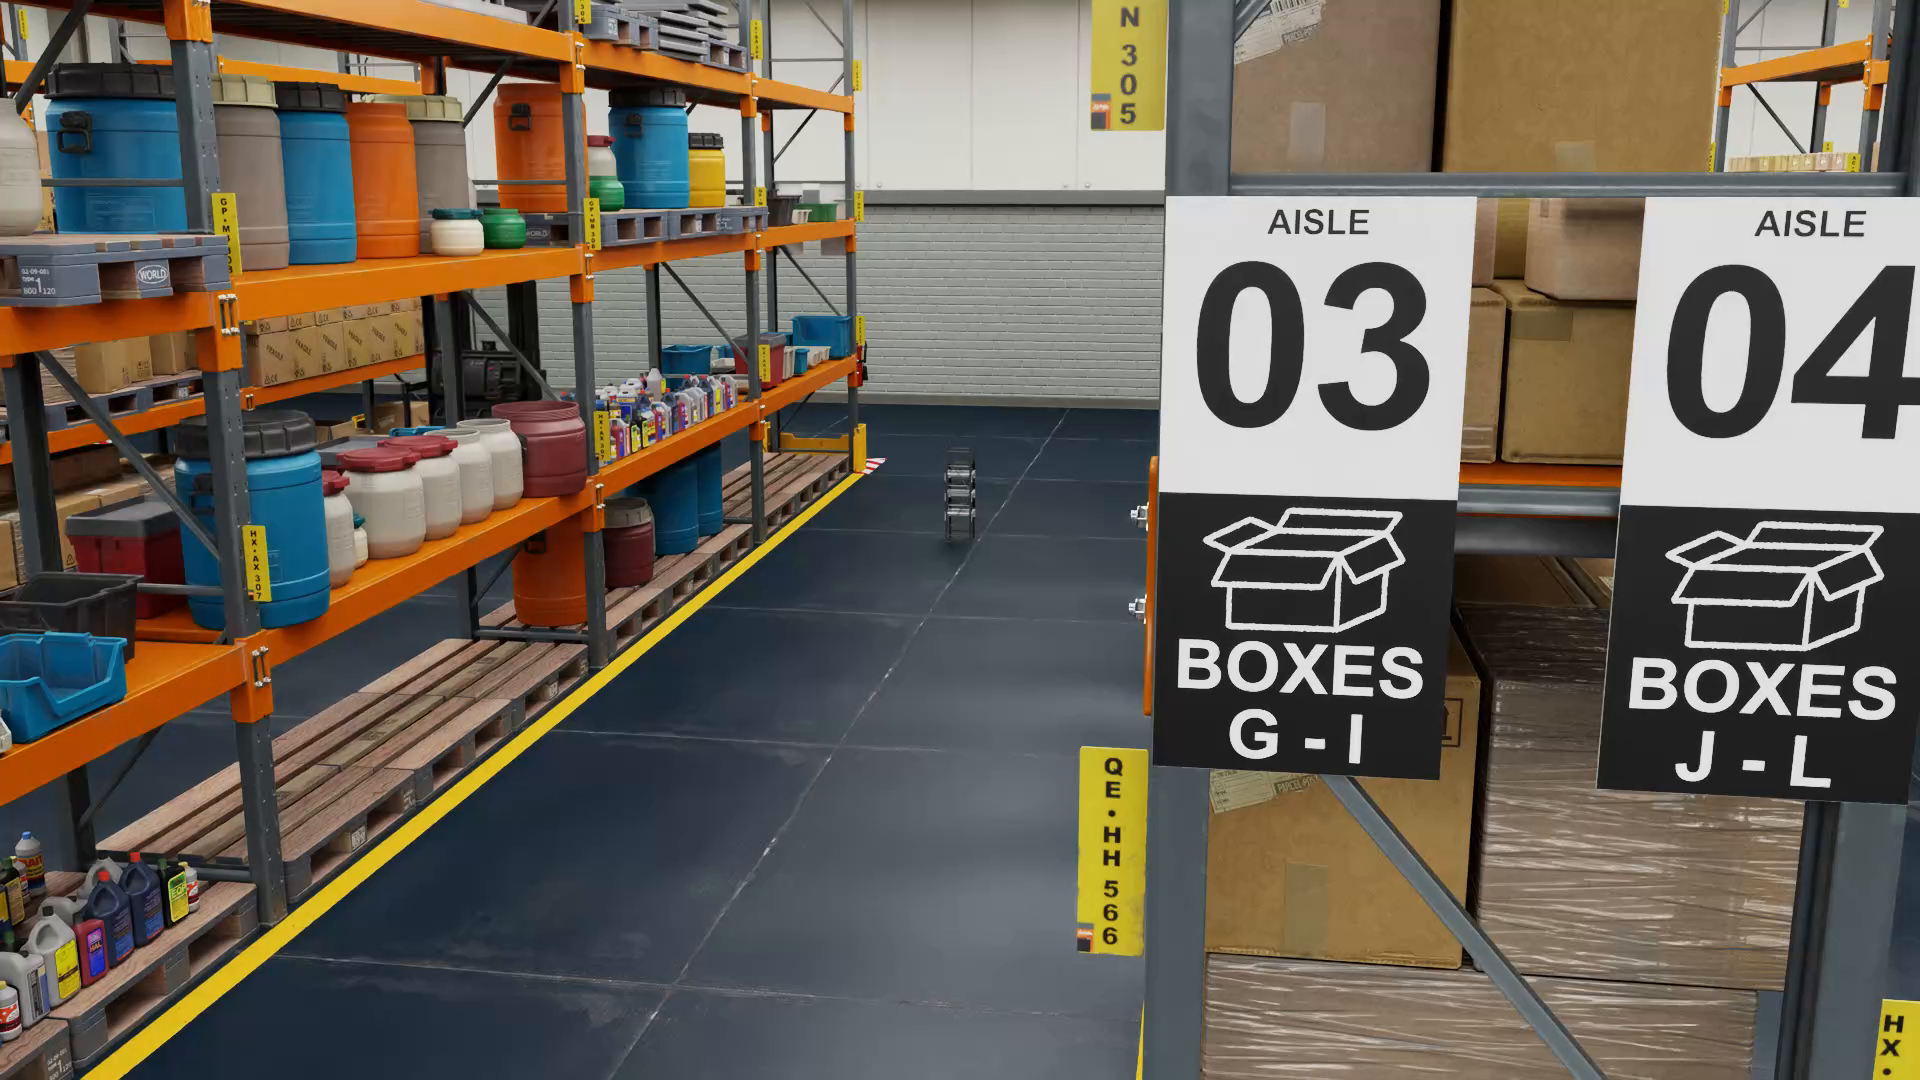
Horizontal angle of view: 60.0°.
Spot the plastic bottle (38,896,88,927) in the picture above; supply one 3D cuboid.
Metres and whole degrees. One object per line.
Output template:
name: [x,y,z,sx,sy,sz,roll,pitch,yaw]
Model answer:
plastic bottle: [-3.501,1.515,6.523,0.152,0.276,0.135,2,12,9]

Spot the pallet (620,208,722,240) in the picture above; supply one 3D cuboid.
pallet: [-2.472,-2.422,12.698,1.003,0.211,1.213,2,12,9]

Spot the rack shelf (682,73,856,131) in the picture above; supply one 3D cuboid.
rack shelf: [-1.969,-4.253,16.280,1.077,0.370,4.000,2,12,9]

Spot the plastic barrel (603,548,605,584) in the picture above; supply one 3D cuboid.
plastic barrel: [-2.835,0.170,12.250,0.421,0.512,0.421,0,12,0]

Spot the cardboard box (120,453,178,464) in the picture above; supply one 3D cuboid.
cardboard box: [-7.486,-0.512,15.397,0.500,0.500,0.500,1,12,6]

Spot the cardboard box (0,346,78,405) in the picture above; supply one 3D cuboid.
cardboard box: [-7.471,-1.353,13.172,0.700,0.500,0.500,4,13,19]

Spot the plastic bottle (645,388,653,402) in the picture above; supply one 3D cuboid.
plastic bottle: [-2.654,-1.193,14.139,0.097,0.201,0.097,0,12,0]

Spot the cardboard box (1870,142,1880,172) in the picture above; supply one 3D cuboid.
cardboard box: [7.336,-2.754,12.554,0.700,0.500,0.500,2,12,9]

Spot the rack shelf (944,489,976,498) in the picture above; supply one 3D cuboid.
rack shelf: [0.001,-0.409,15.170,0.258,0.077,0.200,2,12,9]

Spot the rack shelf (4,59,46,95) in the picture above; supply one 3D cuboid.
rack shelf: [-7.478,-3.581,13.165,1.077,0.370,4.000,2,12,9]

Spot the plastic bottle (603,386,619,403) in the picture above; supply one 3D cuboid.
plastic bottle: [-2.867,-1.113,13.591,0.152,0.276,0.135,2,12,9]

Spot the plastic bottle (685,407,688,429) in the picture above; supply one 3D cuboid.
plastic bottle: [-2.199,-0.979,13.144,0.097,0.201,0.097,0,12,0]

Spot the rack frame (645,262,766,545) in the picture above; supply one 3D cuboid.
rack frame: [-2.277,-1.451,14.862,1.000,3.000,0.127,2,12,9]

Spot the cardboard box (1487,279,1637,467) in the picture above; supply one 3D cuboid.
cardboard box: [1.101,-0.277,2.653,0.500,0.250,0.500,2,12,10]

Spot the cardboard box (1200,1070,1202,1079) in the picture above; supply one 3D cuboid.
cardboard box: [0.638,1.159,3.350,0.380,0.149,0.250,2,12,9]

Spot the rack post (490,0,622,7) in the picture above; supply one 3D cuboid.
rack post: [-2.821,-3.666,11.080,0.954,0.300,0.937,2,12,9]

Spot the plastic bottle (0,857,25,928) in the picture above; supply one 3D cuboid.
plastic bottle: [-3.907,1.451,6.801,0.061,0.283,0.133,2,12,9]

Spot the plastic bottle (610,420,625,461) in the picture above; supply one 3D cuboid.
plastic bottle: [-2.410,-0.708,11.691,0.061,0.283,0.133,2,12,9]

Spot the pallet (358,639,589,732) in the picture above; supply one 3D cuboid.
pallet: [-3.049,0.905,10.550,1.003,0.211,1.213,2,12,9]

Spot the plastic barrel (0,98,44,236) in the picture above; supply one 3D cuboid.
plastic barrel: [-3.767,-1.429,6.376,0.421,0.512,0.421,0,12,0]

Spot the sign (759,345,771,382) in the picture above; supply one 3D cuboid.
sign: [-1.733,-1.568,14.748,0.100,0.325,0.005,2,12,9]

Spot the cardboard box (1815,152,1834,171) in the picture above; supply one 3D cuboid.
cardboard box: [7.307,-3.122,13.722,0.380,0.149,0.250,2,12,9]

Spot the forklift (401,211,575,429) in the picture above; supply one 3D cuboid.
forklift: [-4.688,-1.616,15.792,1.130,2.935,3.031,3,12,12]

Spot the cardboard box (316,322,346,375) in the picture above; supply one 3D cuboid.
cardboard box: [-6.668,-1.969,17.029,0.500,0.500,0.500,2,12,8]

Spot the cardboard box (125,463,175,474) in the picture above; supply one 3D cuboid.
cardboard box: [-7.048,-0.391,14.831,0.500,0.500,0.500,2,12,9]

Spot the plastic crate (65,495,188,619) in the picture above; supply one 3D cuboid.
plastic crate: [-3.735,0.072,7.642,0.402,0.464,0.583,2,12,9]

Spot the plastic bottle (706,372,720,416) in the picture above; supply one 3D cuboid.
plastic bottle: [-2.095,-1.225,13.930,0.144,0.351,0.185,2,12,9]

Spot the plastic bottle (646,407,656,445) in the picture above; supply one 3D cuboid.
plastic bottle: [-2.319,-0.851,12.382,0.097,0.271,0.097,0,12,0]

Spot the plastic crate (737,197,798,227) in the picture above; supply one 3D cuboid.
plastic crate: [-1.815,-3.103,15.719,0.497,0.269,0.590,2,12,9]

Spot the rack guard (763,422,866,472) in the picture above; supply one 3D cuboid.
rack guard: [-1.671,-1.067,19.014,1.175,0.500,0.348,2,12,9]

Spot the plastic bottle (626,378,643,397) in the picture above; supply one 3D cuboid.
plastic bottle: [-2.781,-1.230,14.132,0.152,0.276,0.135,2,12,9]

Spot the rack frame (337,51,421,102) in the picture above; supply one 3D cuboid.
rack frame: [-6.555,-5.377,18.842,1.000,3.000,0.127,2,12,9]

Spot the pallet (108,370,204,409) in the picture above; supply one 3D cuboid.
pallet: [-7.401,-1.355,14.875,1.003,0.211,1.213,2,12,9]

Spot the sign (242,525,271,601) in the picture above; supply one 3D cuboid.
sign: [-2.965,0.099,7.012,0.100,0.325,0.005,2,12,9]

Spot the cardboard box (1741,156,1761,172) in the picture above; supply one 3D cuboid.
cardboard box: [7.634,-3.556,15.735,0.380,0.149,0.250,2,12,9]

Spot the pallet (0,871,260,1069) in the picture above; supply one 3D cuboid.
pallet: [-3.652,1.716,6.786,1.003,0.211,1.213,2,12,9]

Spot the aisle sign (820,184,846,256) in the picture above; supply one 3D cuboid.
aisle sign: [-1.361,-3.560,18.477,0.394,0.787,0.004,2,12,9]

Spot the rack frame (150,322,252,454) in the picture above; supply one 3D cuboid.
rack frame: [-7.171,-1.612,15.610,1.000,3.000,0.127,2,12,9]

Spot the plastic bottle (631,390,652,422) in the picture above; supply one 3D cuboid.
plastic bottle: [-2.435,-0.972,12.759,0.144,0.351,0.185,2,12,9]

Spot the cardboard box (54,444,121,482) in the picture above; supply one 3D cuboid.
cardboard box: [-7.639,-0.671,14.352,0.500,0.250,0.500,2,12,9]

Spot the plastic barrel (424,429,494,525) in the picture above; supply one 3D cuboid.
plastic barrel: [-2.904,-0.364,9.554,0.421,0.512,0.421,0,12,0]

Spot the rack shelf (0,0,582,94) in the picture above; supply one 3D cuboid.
rack shelf: [-3.199,-2.587,8.552,1.077,0.370,4.000,2,12,9]

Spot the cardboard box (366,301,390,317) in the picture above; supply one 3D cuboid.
cardboard box: [-6.504,-2.668,17.897,0.500,0.500,0.500,2,12,10]

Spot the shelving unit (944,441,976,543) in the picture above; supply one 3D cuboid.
shelving unit: [0.001,-0.442,15.163,0.258,0.900,0.210,2,12,9]

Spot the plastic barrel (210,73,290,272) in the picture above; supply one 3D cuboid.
plastic barrel: [-3.543,-1.746,7.922,0.600,0.901,0.600,0,12,0]

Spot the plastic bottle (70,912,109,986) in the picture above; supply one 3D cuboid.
plastic bottle: [-3.335,1.546,6.360,0.061,0.283,0.133,3,12,12]

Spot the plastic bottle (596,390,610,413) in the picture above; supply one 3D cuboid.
plastic bottle: [-2.902,-1.065,13.367,0.152,0.276,0.135,2,12,9]

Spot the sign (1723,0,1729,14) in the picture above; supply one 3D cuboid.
sign: [7.582,-5.387,16.481,0.100,0.325,0.005,2,12,9]

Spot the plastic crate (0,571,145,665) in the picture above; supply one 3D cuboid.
plastic crate: [-3.713,0.350,6.655,0.767,0.338,0.504,2,12,9]

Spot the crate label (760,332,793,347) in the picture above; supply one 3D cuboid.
crate label: [-2.025,-2.190,18.548,0.416,0.233,0.303,2,12,9]
